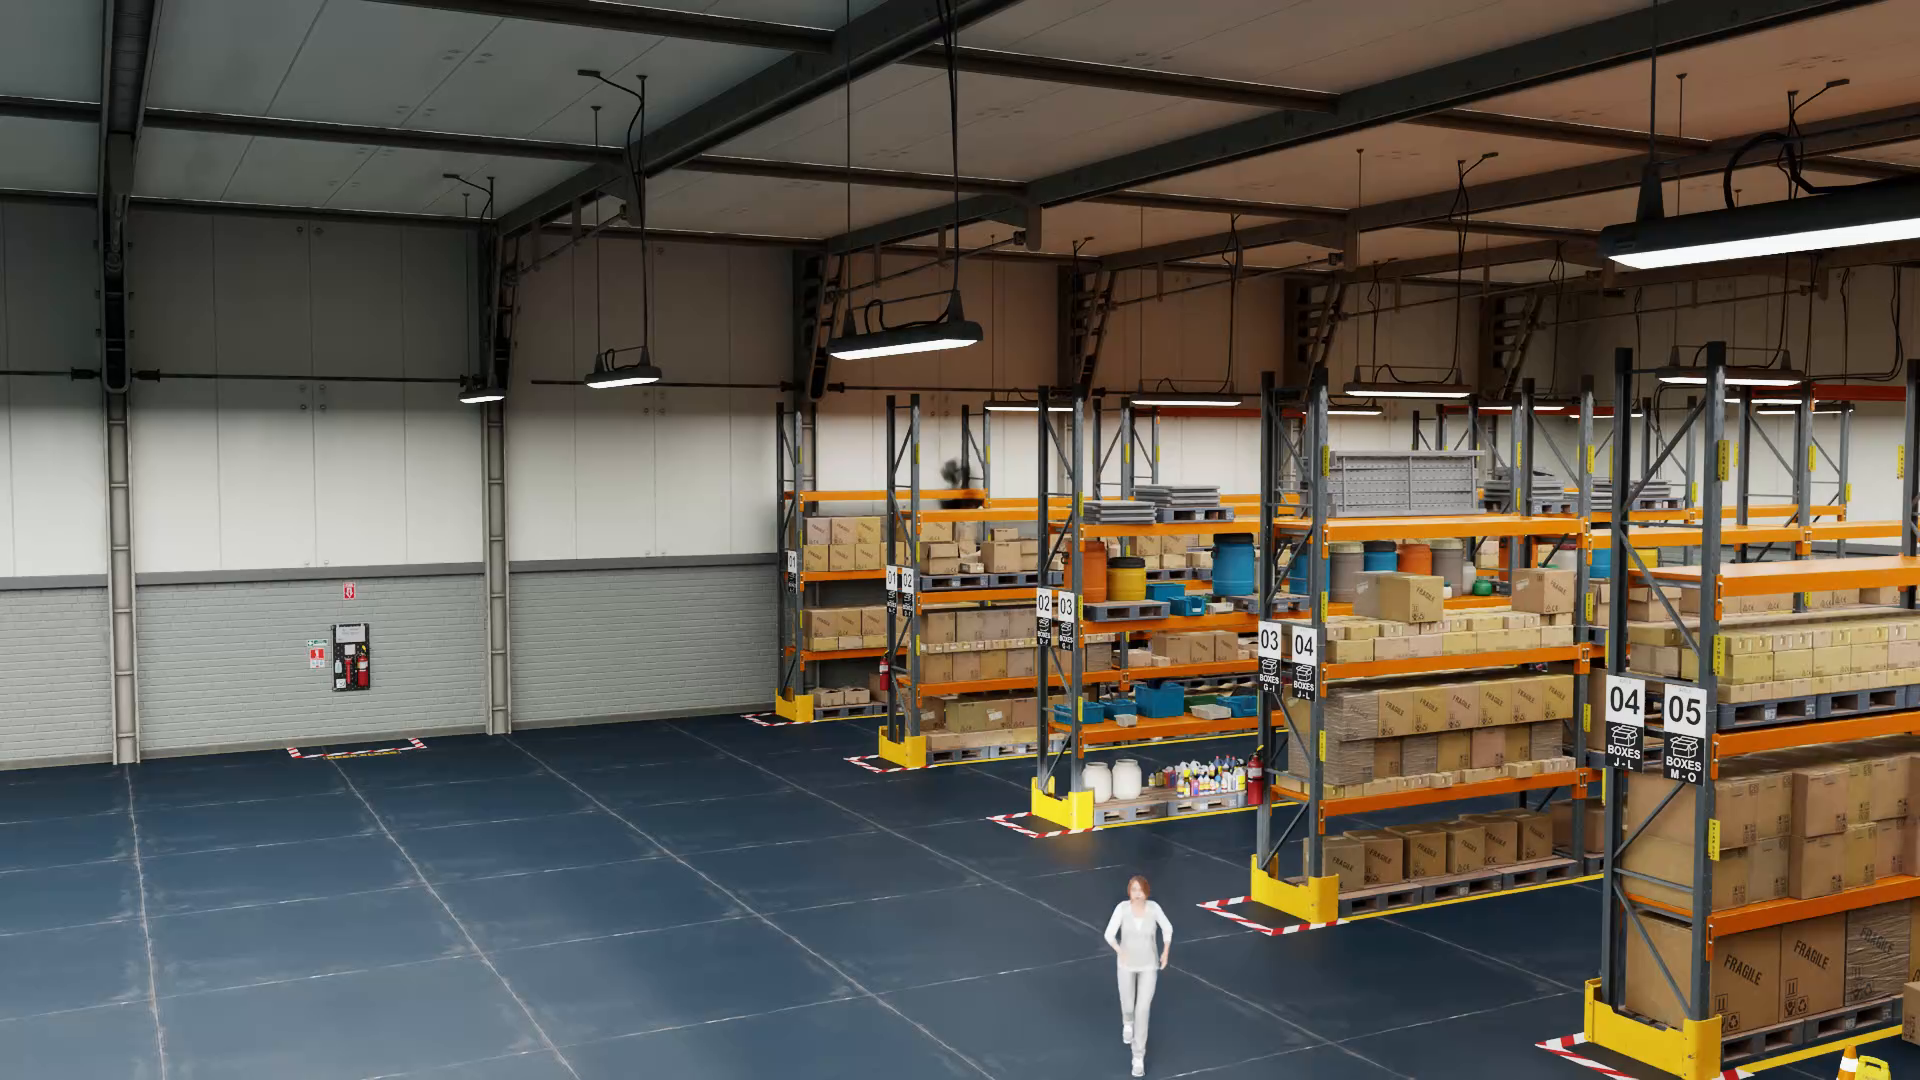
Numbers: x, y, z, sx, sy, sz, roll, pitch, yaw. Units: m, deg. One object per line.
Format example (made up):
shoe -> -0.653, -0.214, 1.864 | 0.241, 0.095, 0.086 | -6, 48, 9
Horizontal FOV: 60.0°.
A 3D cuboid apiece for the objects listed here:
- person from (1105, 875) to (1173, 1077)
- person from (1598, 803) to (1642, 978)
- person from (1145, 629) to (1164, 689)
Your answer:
person -> 1.498, 3.585, 13.933 | 0.567, 1.606, 0.744 | 0, 3, 8
person -> 6.574, 3.395, 16.248 | 0.879, 1.694, 0.561 | -3, 4, -40
person -> 3.798, 2.520, 32.110 | 0.925, 1.634, 0.606 | -3, 4, -40
